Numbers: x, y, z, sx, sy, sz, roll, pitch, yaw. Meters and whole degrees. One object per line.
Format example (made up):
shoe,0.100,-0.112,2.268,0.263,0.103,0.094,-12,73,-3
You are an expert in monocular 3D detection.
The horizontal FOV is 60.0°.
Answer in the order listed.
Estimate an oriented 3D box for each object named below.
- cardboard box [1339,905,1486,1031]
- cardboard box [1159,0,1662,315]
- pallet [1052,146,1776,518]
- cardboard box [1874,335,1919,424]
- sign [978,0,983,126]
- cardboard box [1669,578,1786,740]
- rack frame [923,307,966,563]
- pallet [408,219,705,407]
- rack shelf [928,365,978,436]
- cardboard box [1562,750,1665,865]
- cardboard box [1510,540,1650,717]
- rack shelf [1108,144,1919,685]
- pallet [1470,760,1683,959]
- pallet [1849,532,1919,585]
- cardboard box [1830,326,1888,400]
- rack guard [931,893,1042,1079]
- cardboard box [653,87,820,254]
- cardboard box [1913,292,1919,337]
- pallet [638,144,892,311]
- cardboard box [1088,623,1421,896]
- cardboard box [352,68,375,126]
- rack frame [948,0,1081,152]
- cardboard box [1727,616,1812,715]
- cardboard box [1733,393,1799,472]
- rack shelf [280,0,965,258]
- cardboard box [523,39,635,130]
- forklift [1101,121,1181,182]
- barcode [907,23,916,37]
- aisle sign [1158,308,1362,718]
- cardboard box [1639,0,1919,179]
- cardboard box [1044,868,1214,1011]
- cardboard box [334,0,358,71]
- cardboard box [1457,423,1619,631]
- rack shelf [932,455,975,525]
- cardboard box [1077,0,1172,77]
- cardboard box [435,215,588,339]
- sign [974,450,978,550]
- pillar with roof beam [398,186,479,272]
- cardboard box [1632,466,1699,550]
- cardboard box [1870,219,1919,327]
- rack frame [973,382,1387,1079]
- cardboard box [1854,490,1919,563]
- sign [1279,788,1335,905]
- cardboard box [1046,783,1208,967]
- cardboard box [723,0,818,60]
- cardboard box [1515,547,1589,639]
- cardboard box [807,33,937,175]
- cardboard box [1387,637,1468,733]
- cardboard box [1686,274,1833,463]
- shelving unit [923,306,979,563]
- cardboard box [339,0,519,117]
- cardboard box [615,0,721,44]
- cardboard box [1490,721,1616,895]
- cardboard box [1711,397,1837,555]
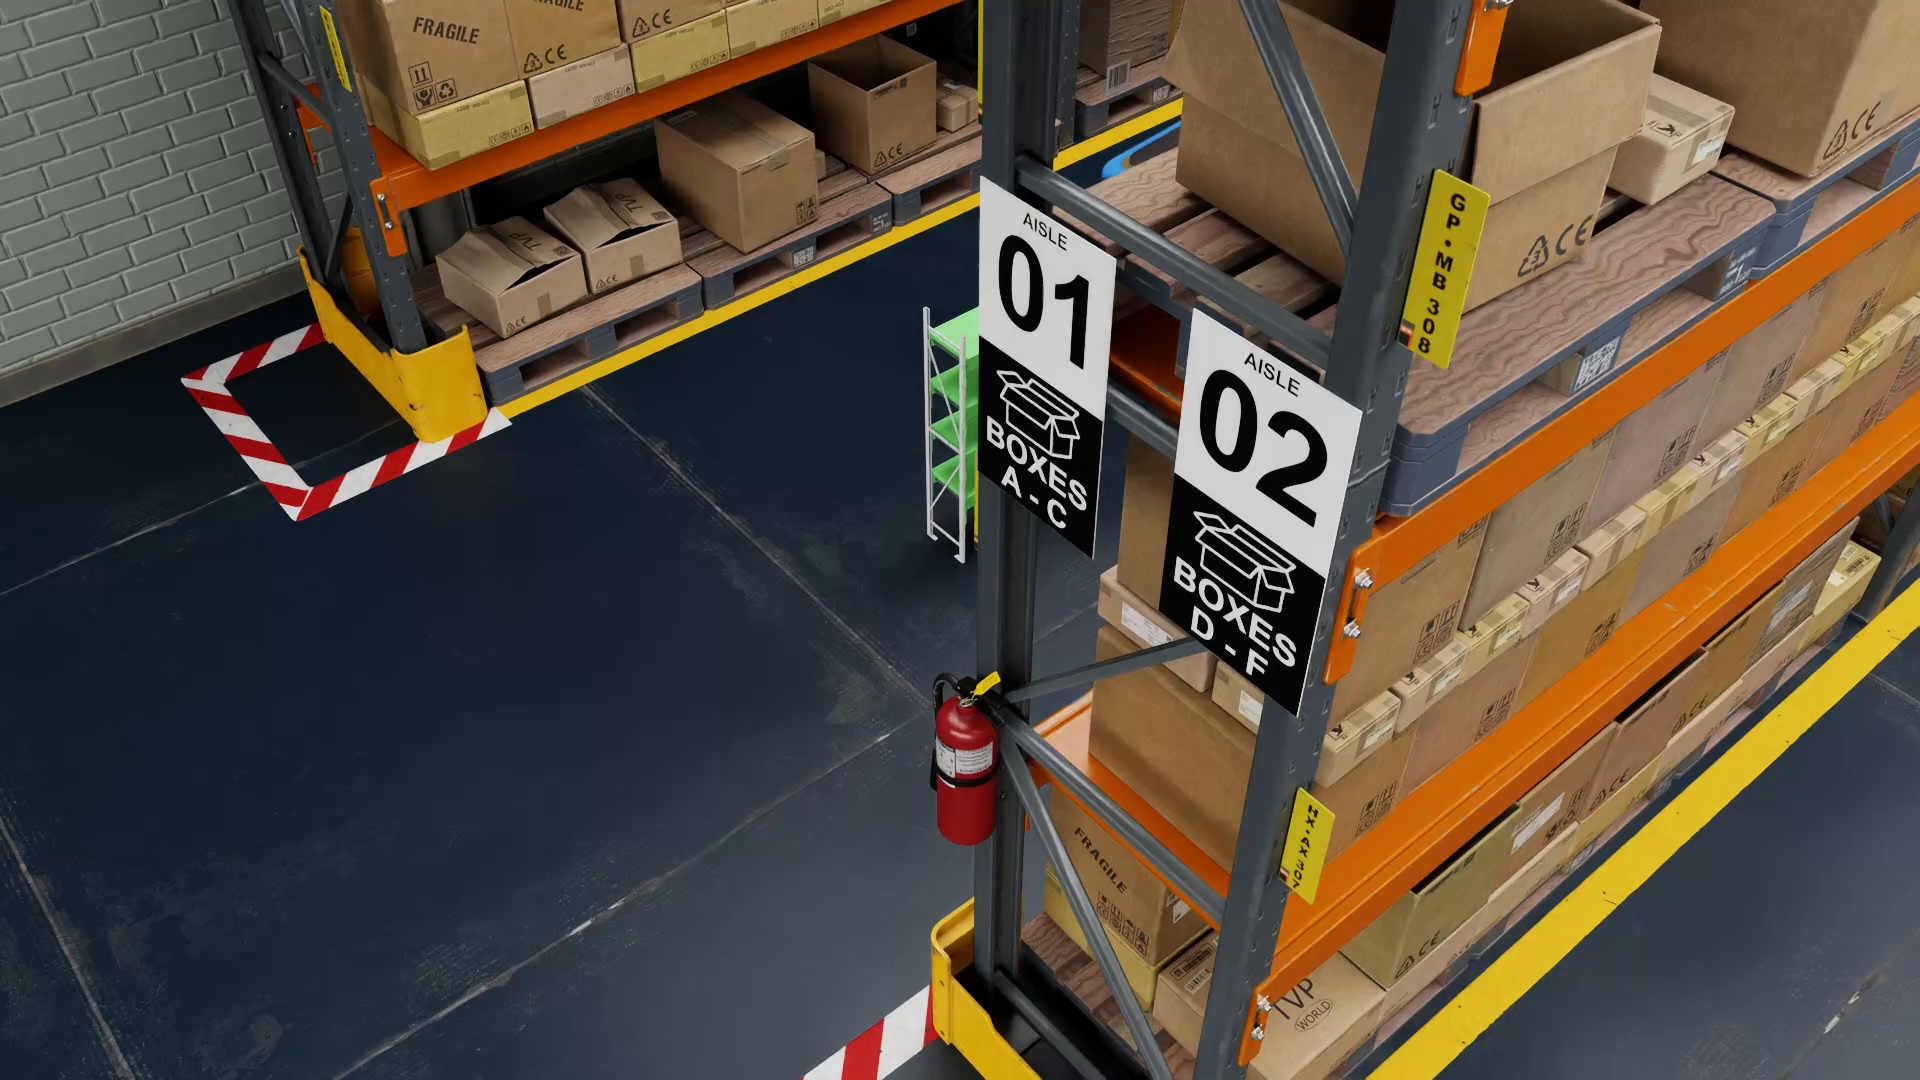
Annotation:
cardboard box,1.343,1.234,5.446,0.500,0.250,0.500,-30,51,-28
cardboard box,0.851,-0.860,3.299,0.637,0.503,0.797,-26,49,-25
pallet,0.967,-0.633,3.606,1.213,0.211,1.003,-30,51,-28
cardboard box,3.140,-0.870,5.912,0.500,0.500,0.700,-31,51,-29
sign,0.070,-0.953,3.294,0.005,0.325,0.100,-30,51,-28
cardboard box,2.488,0.298,5.896,0.500,0.500,0.500,-30,51,-28
rack frame,-0.060,-0.403,6.803,0.015,1.200,0.240,-30,51,-28
pallet,-2.069,-1.229,8.405,1.213,0.211,1.003,-30,51,-28
rack shelf,0.127,-0.638,6.796,0.480,0.148,0.258,-30,51,-28
cardboard box,2.113,0.798,5.911,0.500,0.250,0.500,-30,51,-28
cardboard box,1.558,0.042,4.941,0.500,0.500,0.700,-29,51,-28
rack shelf,1.942,-0.984,4.441,4.000,0.370,1.077,-30,51,-28
pallet,1.903,0.851,6.190,1.213,0.211,1.003,-30,51,-28
pallet,4.016,-0.359,7.478,1.213,0.211,1.003,-30,51,-28
cardboard box,2.623,-0.627,5.179,0.250,0.149,0.380,-30,51,-28
rack guard,0.389,1.647,5.131,0.348,0.500,1.175,-30,51,-28
cardboard box,-1.153,-1.926,8.615,0.500,0.500,0.700,-33,52,-30
cardboard box,3.015,-0.849,5.416,0.250,0.149,0.380,-31,51,-29
pallet,-1.134,-1.762,8.972,1.213,0.211,1.003,-30,51,-28
cardboard box,0.774,0.491,4.464,0.500,0.500,0.700,-30,51,-28
cardboard box,-2.539,-2.134,7.426,0.500,0.250,0.500,-29,50,-27
rack frame,0.295,-3.631,8.925,0.127,3.000,1.000,-30,51,-28
cardboard box,2.871,0.350,6.387,0.500,0.250,0.500,-30,51,-28
cardboard box,2.228,-0.397,4.935,0.250,0.149,0.380,-28,50,-27
rack shelf,-1.239,-2.491,8.236,4.000,0.370,1.077,-30,51,-28
cardboard box,-1.806,-2.110,7.401,0.500,0.250,0.500,-31,52,-29
forklift,2.020,-2.462,7.730,1.130,2.935,3.031,34,53,31
barcode,-0.273,-2.886,9.403,0.075,0.075,0.001,-30,51,-28
aisle sign,0.554,-0.033,3.195,0.004,0.787,0.394,-30,51,-28
cardboard box,1.857,-1.195,3.658,0.500,0.500,0.500,-30,51,-28
cardboard box,0.629,1.184,5.500,0.500,0.250,0.500,-30,51,-28
cardboard box,-2.548,-2.419,7.182,0.500,0.500,0.500,-30,51,-28
cardboard box,1.215,-0.239,4.293,0.500,0.500,0.700,-31,51,-29
rack shelf,0.127,-0.289,7.125,0.480,0.148,0.258,-30,51,-28
cardboard box,0.849,-3.212,9.984,0.500,0.500,0.700,-28,50,-27
cardboard box,-2.185,-1.311,8.098,0.500,0.311,0.500,33,52,30
sign,0.070,-0.074,4.119,0.005,0.325,0.100,-30,51,-28
pillar with roof beam,-0.029,-2.562,3.405,0.400,9.000,9.100,-30,51,-28
cardboard box,1.833,-0.174,4.697,0.250,0.149,0.380,-30,51,-28
cardboard box,2.753,-1.120,5.231,0.500,0.500,0.700,-30,51,-28
rack frame,0.408,0.725,4.287,0.127,3.000,1.000,-30,51,-28
cardboard box,3.944,-0.229,7.005,0.500,0.250,0.500,-31,51,-29
sign,0.759,0.675,3.650,0.005,0.325,0.100,-30,51,-28
cardboard box,0.628,0.909,5.245,0.500,0.500,0.500,-30,51,-28
cardboard box,-1.023,-2.552,7.871,0.500,0.250,0.500,-29,51,-28
cardboard box,1.435,0.057,4.451,0.250,0.149,0.380,-31,51,-28
cardboard box,-0.476,-2.404,9.123,0.500,0.500,0.500,-34,53,-31
cardboard box,1.048,0.276,4.218,0.250,0.149,0.380,-31,51,-29
cardboard box,1.985,-0.681,4.764,0.500,0.500,0.700,-30,51,-28
shelving unit,0.127,-0.510,6.917,0.503,1.200,0.258,-30,51,-28
cardboard box,-2.214,-2.152,6.898,0.500,0.500,0.500,-30,51,-28
cardboard box,-1.429,-2.588,7.361,0.500,0.500,0.500,-31,52,-29
cardboard box,1.719,0.735,5.430,0.500,0.500,0.500,-30,51,-28
cardboard box,2.352,-0.416,5.429,0.500,0.500,0.700,-29,50,-27
